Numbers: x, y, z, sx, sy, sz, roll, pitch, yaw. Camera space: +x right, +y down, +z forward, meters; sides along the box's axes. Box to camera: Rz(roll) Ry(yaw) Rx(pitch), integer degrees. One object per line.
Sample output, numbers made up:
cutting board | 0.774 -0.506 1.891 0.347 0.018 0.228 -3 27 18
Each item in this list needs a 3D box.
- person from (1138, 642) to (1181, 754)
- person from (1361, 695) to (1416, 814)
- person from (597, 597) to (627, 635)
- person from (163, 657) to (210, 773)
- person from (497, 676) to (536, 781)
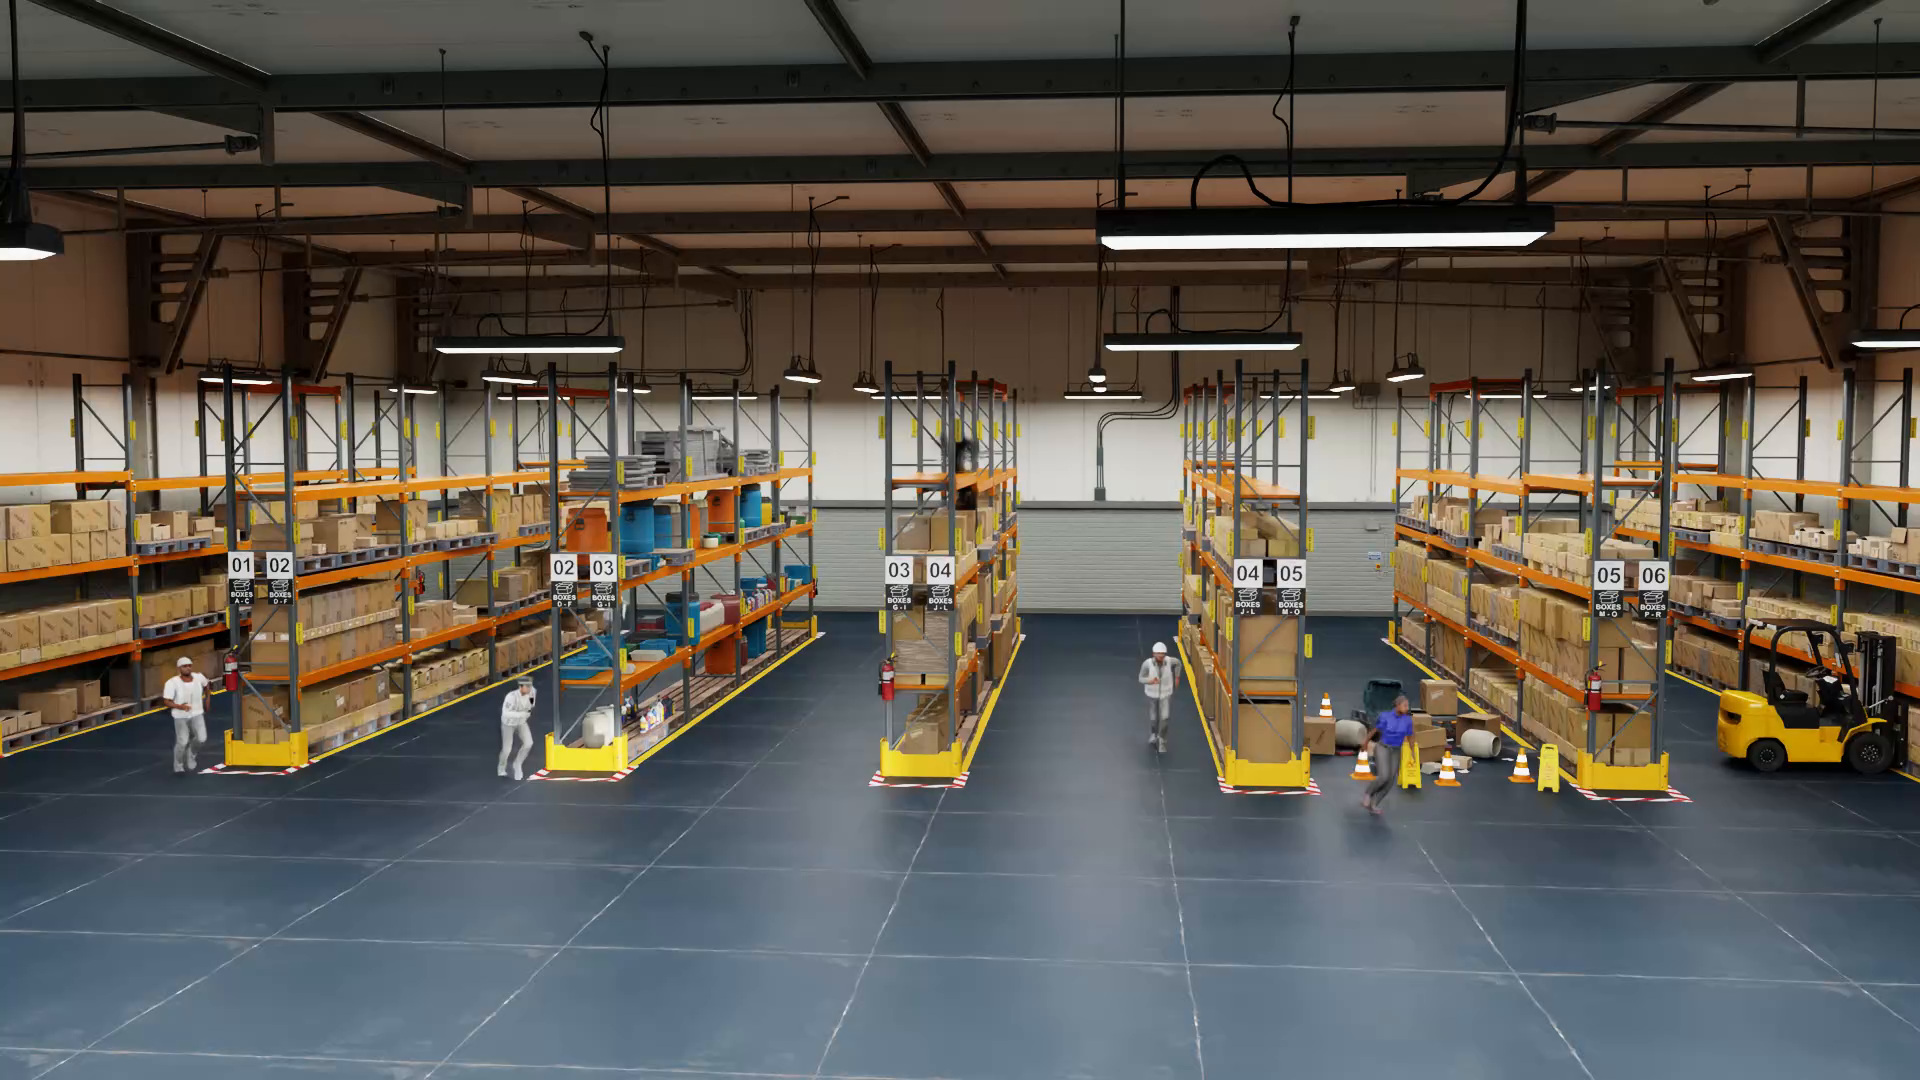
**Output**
person | 3.123 2.461 26.044 0.691 1.783 0.952 0 4 1
person | 5.587 2.783 21.654 0.605 1.581 0.697 -1 4 -20
person | -7.594 1.772 36.223 0.567 1.735 0.846 0 4 3
person | -11.171 2.540 24.108 0.709 1.712 0.784 -3 5 -39
person | -6.329 2.678 23.800 0.919 1.537 0.649 4 5 44
